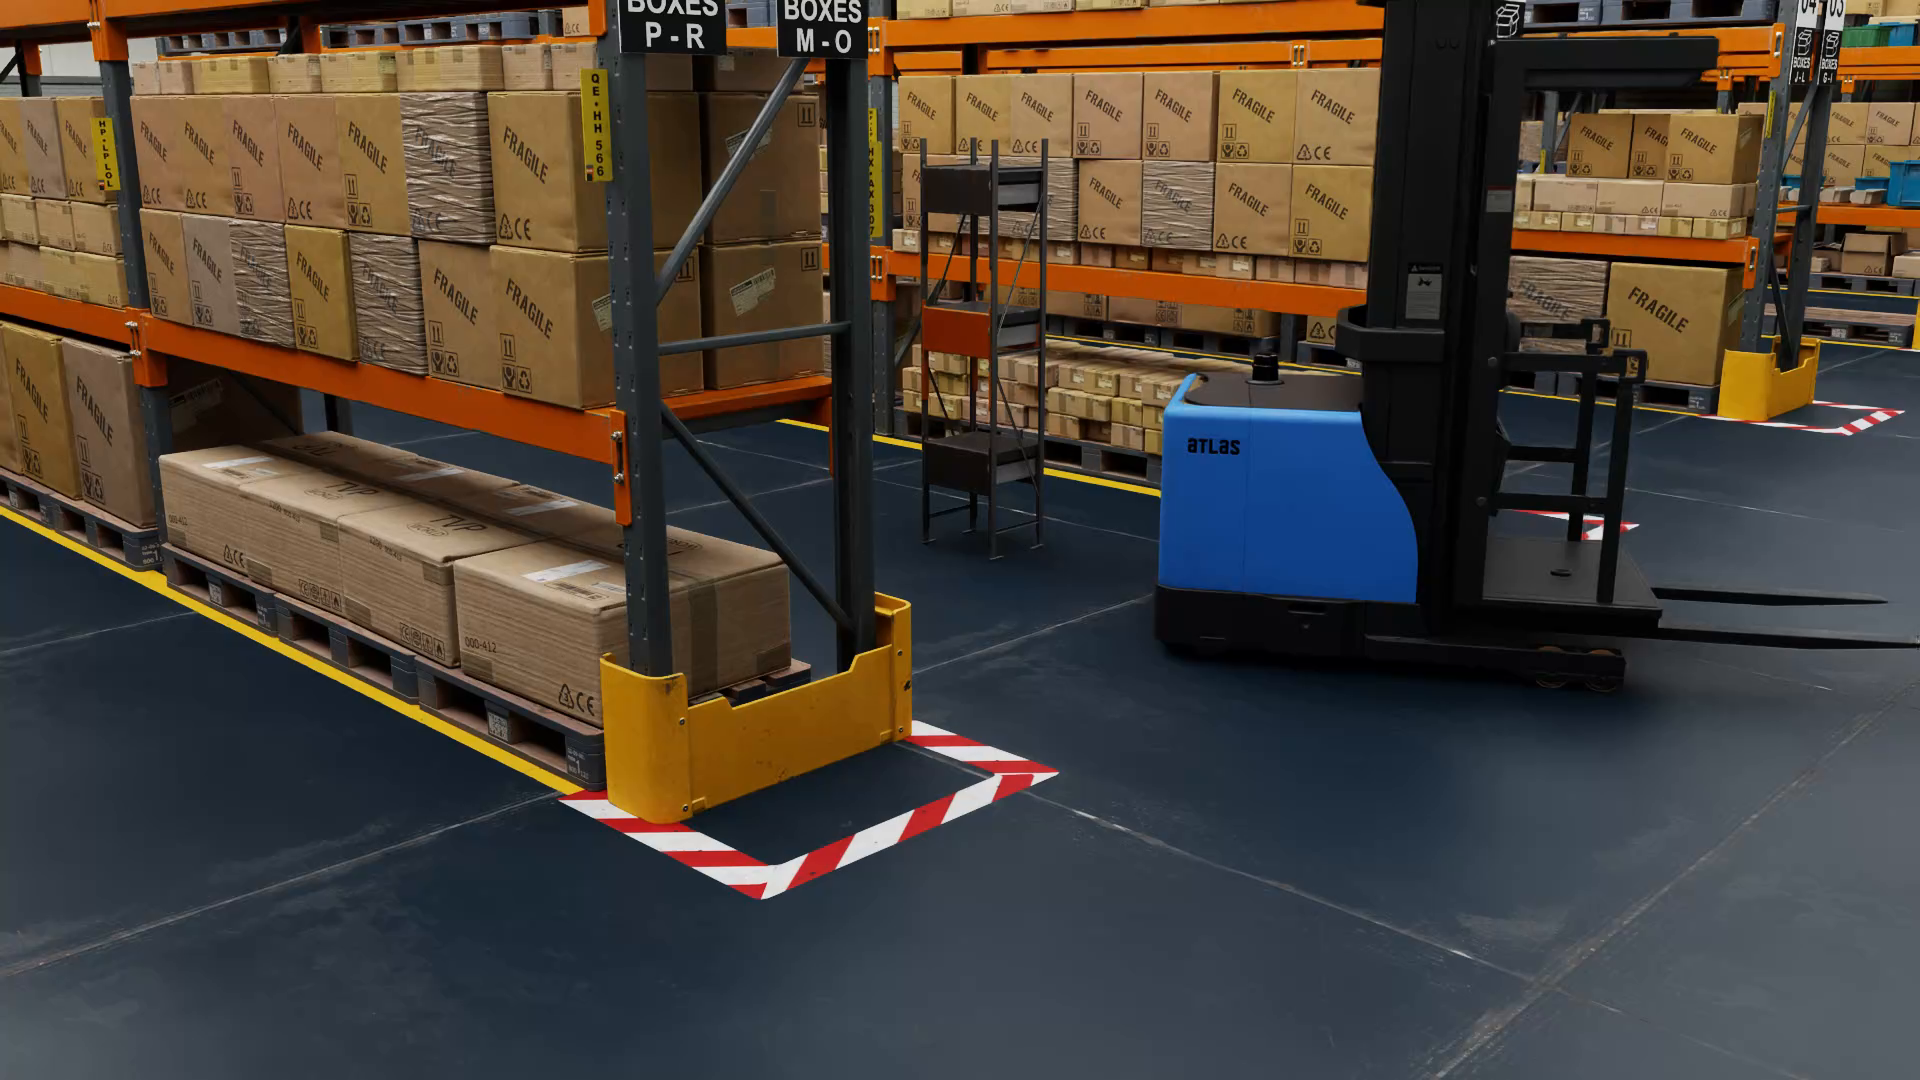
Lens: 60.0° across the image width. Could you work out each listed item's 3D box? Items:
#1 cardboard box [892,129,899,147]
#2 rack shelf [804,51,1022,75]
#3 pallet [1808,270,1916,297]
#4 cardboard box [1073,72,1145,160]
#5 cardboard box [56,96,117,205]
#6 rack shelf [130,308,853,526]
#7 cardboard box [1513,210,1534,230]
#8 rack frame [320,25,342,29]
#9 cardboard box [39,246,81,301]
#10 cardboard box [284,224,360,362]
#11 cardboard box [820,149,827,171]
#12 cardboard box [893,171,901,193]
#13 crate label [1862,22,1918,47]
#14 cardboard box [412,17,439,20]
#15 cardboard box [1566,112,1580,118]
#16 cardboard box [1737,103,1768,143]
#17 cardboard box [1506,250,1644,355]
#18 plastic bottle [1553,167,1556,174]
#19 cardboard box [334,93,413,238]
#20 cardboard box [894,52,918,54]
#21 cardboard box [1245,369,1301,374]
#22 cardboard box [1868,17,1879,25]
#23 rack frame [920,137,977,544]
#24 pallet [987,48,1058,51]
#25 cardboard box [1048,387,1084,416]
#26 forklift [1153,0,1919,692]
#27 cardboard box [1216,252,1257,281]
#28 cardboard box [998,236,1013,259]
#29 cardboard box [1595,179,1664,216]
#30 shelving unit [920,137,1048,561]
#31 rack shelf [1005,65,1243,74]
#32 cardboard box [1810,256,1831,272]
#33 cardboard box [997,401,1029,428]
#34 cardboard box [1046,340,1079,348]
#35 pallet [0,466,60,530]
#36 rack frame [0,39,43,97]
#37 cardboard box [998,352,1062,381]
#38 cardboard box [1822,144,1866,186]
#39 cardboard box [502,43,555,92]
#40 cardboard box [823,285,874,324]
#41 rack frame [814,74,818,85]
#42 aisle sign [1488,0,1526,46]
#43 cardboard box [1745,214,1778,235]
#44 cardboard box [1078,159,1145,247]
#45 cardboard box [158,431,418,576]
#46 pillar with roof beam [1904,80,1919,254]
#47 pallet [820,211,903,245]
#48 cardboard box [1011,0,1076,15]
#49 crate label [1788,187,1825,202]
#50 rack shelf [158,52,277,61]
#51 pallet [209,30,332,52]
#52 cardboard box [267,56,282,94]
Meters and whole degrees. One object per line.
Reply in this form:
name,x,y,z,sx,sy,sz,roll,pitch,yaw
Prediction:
cardboard box,-0.467,-4.279,18.374,0.700,0.500,0.500,-11,18,-36
rack shelf,-1.019,-5.314,18.855,4.000,0.370,1.077,14,20,42
pallet,11.556,-3.274,21.081,1.213,0.211,1.003,14,20,42
cardboard box,1.034,-2.559,10.033,0.500,0.500,0.500,13,19,40
cardboard box,-4.074,-1.926,8.195,0.500,0.500,0.500,-14,20,-42
rack shelf,-2.138,-0.663,6.956,4.000,0.370,1.077,14,20,42
cardboard box,4.595,-2.609,13.494,0.380,0.149,0.250,-14,20,-43
rack frame,-5.974,-6.581,16.342,0.127,3.000,1.000,14,20,42
cardboard box,-4.442,-1.411,8.696,0.500,0.250,0.500,13,20,41
cardboard box,-2.338,-1.013,6.673,0.500,0.500,0.500,-14,20,-43
cardboard box,-0.833,-2.729,11.942,0.250,0.149,0.380,13,19,41
cardboard box,-0.638,-2.537,11.796,0.380,0.149,0.250,-14,20,-42
crate label,9.178,-4.959,16.361,0.502,0.251,0.408,14,20,42
cardboard box,-4.932,-5.132,15.997,0.500,0.250,0.500,13,20,42
cardboard box,10.466,-7.188,28.212,0.250,0.149,0.380,11,18,35
cardboard box,10.323,-5.357,21.360,0.500,0.500,0.500,-14,20,-43
cardboard box,5.009,-1.892,13.626,0.875,0.875,0.875,14,20,42
plastic bottle,6.771,-4.145,19.121,0.133,0.283,0.061,14,20,42
cardboard box,-1.961,-1.408,6.206,0.500,0.500,0.500,14,20,42
cardboard box,-0.458,-5.362,17.912,0.500,0.250,0.500,14,20,42
cardboard box,1.913,-0.965,10.327,0.250,0.149,0.380,12,19,40
cardboard box,11.070,-6.272,20.410,0.500,0.250,0.500,14,20,42
rack frame,-0.057,-1.030,8.720,0.015,2.100,0.400,14,20,42
pallet,0.922,-5.118,17.049,1.213,0.211,1.003,-13,20,-42
cardboard box,0.781,-0.904,10.684,0.250,0.149,0.380,13,20,42
forklift,2.396,-0.961,6.807,3.031,2.935,1.130,3,15,13
cardboard box,1.690,-1.594,9.598,0.380,0.149,0.250,-14,20,-43
cardboard box,0.419,-1.930,10.888,0.250,0.149,0.380,13,19,40
cardboard box,5.282,-2.657,12.889,0.500,0.250,0.500,13,20,41
shelving unit,0.119,-0.987,8.556,0.503,2.100,0.431,14,20,42
rack shelf,2.419,-6.213,22.305,4.000,0.370,1.077,14,20,42
cardboard box,10.961,-3.537,21.306,0.250,0.166,0.380,14,20,42
cardboard box,0.448,-0.863,11.118,0.250,0.149,0.380,13,20,41
cardboard box,0.618,-1.295,11.593,0.250,0.149,0.380,13,20,42
pallet,-5.068,-0.347,9.846,1.213,0.211,1.003,14,20,42
rack frame,-6.457,-2.062,10.896,0.127,3.000,1.000,14,20,42
cardboard box,0.466,-1.156,11.060,0.250,0.149,0.380,13,19,41
cardboard box,11.087,-4.691,20.787,0.500,0.500,0.500,14,20,42
cardboard box,-1.295,-1.574,5.557,0.380,0.149,0.250,-14,20,-43
cardboard box,-0.926,-1.719,12.217,0.500,0.250,0.500,13,19,41
rack frame,-1.900,-6.160,26.623,0.127,3.000,1.000,14,20,42
aisle sign,2.926,-2.877,8.870,0.004,0.787,0.394,14,20,42
cardboard box,6.154,-2.461,12.926,0.250,0.149,0.380,14,20,43
cardboard box,1.072,-2.069,10.136,0.500,0.500,0.500,-13,20,-41
cardboard box,-3.200,-0.196,7.983,0.875,0.438,0.875,13,20,41
pillar with roof beam,11.731,-8.014,21.841,0.400,9.000,9.100,14,20,42
pallet,-0.664,-2.345,12.364,1.213,0.211,1.003,14,20,42
cardboard box,0.664,-3.347,10.177,0.500,0.250,0.500,-13,20,-42
crate label,8.489,-3.468,16.698,0.243,0.136,0.396,14,20,42
rack shelf,-7.414,-5.131,18.154,4.000,0.370,1.077,14,20,42
pallet,-7.430,-5.445,18.108,1.213,0.211,1.003,14,20,42
cardboard box,-2.576,-1.891,6.773,0.250,0.149,0.380,14,20,42
